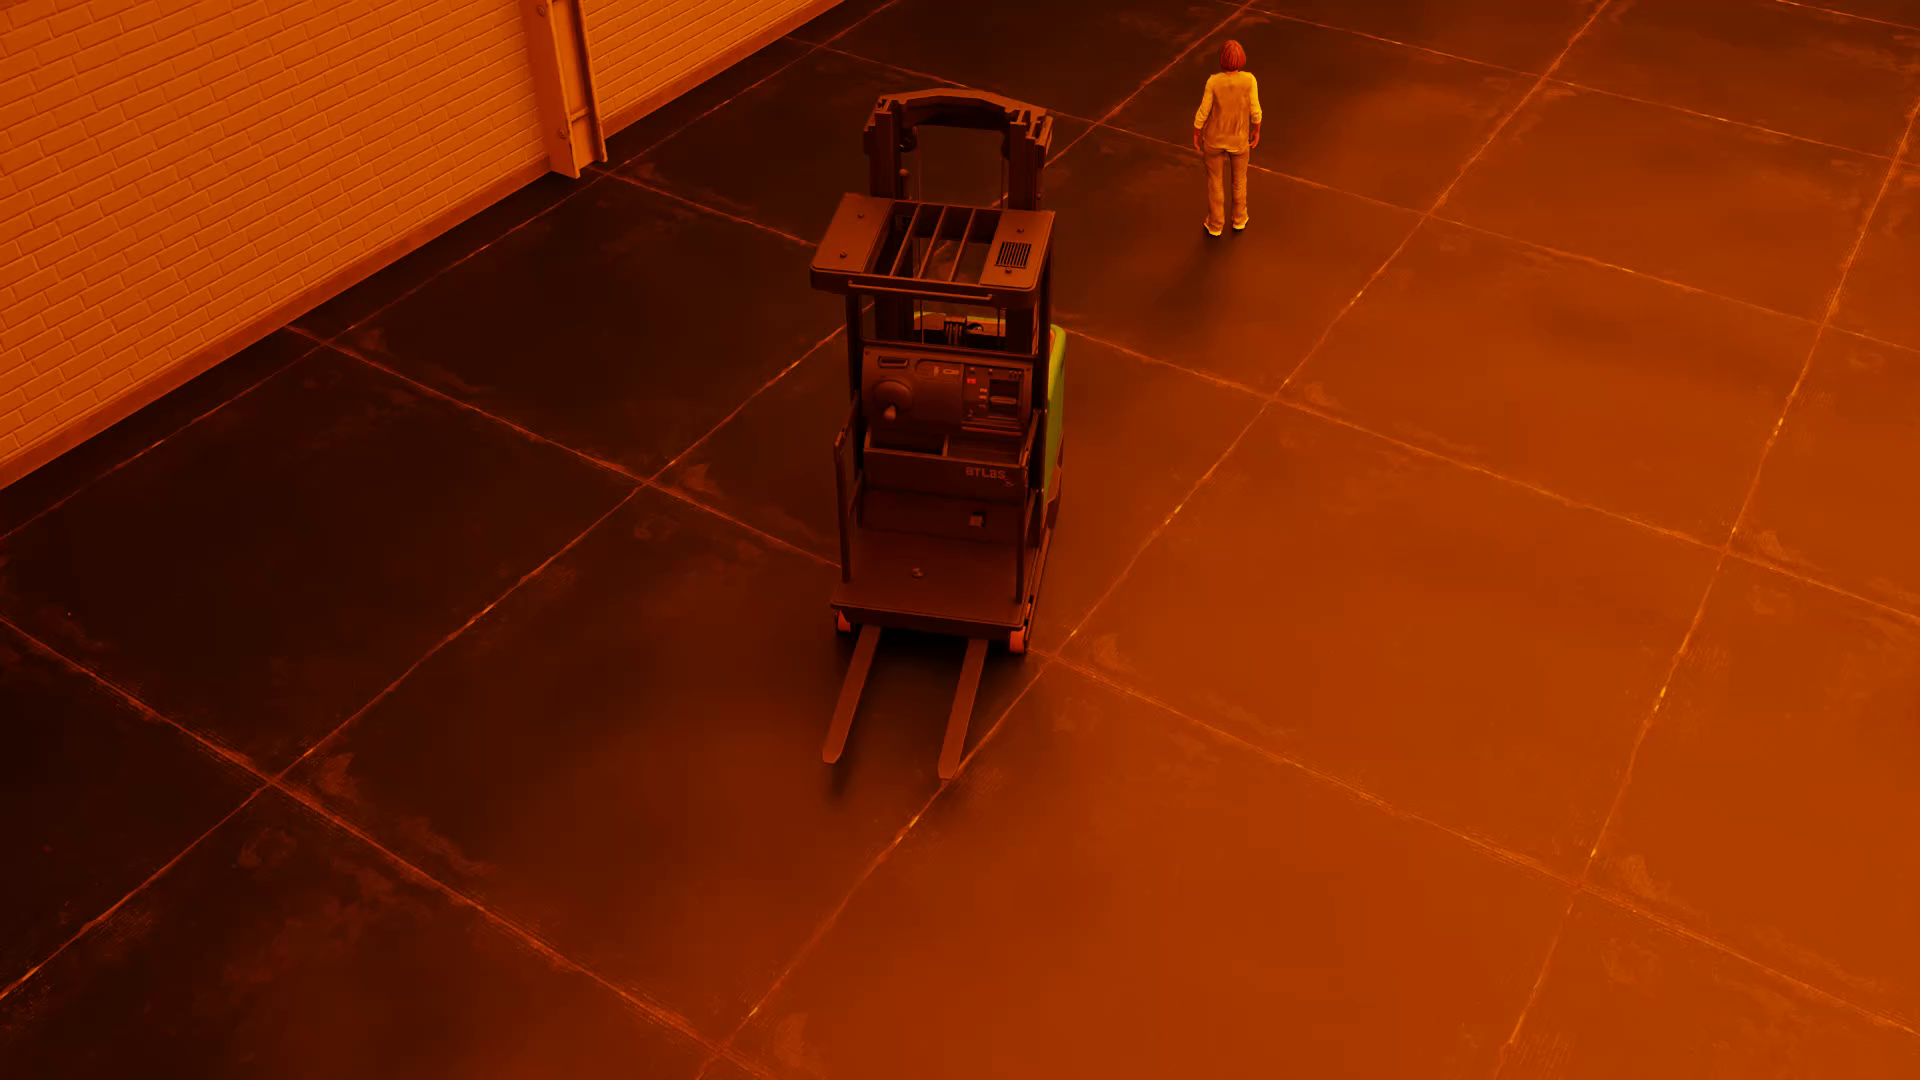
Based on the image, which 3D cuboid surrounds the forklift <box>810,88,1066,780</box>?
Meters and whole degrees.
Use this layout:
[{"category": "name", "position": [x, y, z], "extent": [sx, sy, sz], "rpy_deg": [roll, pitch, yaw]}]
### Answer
[{"category": "forklift", "position": [-0.108, -0.731, 8.830], "extent": [1.130, 2.935, 3.031], "rpy_deg": [7, 41, 8]}]

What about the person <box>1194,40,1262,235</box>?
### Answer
[{"category": "person", "position": [2.021, -3.064, 12.603], "extent": [0.520, 1.600, 0.472], "rpy_deg": [2, 40, 2]}]
